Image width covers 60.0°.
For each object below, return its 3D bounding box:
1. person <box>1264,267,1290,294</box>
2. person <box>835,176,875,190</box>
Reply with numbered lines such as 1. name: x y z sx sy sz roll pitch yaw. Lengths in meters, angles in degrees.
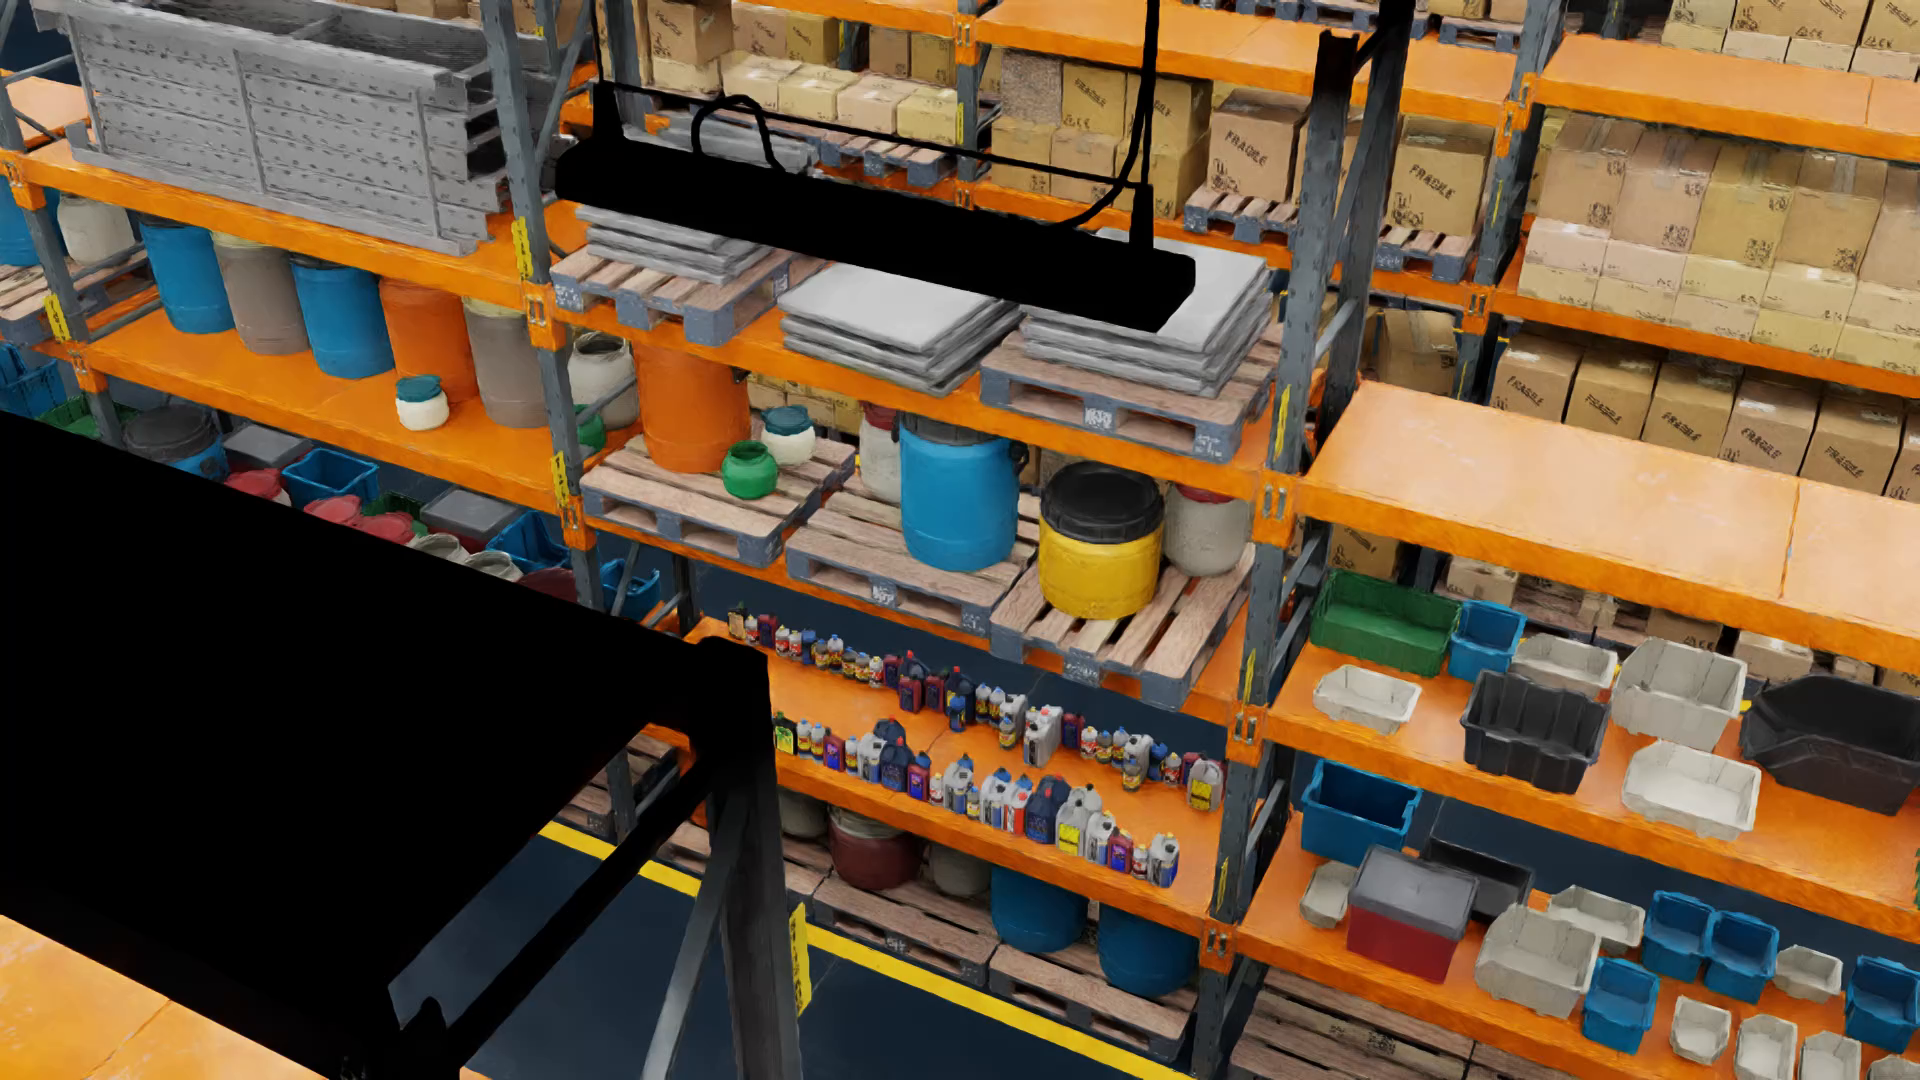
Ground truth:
1. person: 3.299 -2.807 16.385 1.121 1.691 0.577 18 39 23
2. person: -1.130 -4.135 18.266 0.578 1.725 0.459 1 35 1
